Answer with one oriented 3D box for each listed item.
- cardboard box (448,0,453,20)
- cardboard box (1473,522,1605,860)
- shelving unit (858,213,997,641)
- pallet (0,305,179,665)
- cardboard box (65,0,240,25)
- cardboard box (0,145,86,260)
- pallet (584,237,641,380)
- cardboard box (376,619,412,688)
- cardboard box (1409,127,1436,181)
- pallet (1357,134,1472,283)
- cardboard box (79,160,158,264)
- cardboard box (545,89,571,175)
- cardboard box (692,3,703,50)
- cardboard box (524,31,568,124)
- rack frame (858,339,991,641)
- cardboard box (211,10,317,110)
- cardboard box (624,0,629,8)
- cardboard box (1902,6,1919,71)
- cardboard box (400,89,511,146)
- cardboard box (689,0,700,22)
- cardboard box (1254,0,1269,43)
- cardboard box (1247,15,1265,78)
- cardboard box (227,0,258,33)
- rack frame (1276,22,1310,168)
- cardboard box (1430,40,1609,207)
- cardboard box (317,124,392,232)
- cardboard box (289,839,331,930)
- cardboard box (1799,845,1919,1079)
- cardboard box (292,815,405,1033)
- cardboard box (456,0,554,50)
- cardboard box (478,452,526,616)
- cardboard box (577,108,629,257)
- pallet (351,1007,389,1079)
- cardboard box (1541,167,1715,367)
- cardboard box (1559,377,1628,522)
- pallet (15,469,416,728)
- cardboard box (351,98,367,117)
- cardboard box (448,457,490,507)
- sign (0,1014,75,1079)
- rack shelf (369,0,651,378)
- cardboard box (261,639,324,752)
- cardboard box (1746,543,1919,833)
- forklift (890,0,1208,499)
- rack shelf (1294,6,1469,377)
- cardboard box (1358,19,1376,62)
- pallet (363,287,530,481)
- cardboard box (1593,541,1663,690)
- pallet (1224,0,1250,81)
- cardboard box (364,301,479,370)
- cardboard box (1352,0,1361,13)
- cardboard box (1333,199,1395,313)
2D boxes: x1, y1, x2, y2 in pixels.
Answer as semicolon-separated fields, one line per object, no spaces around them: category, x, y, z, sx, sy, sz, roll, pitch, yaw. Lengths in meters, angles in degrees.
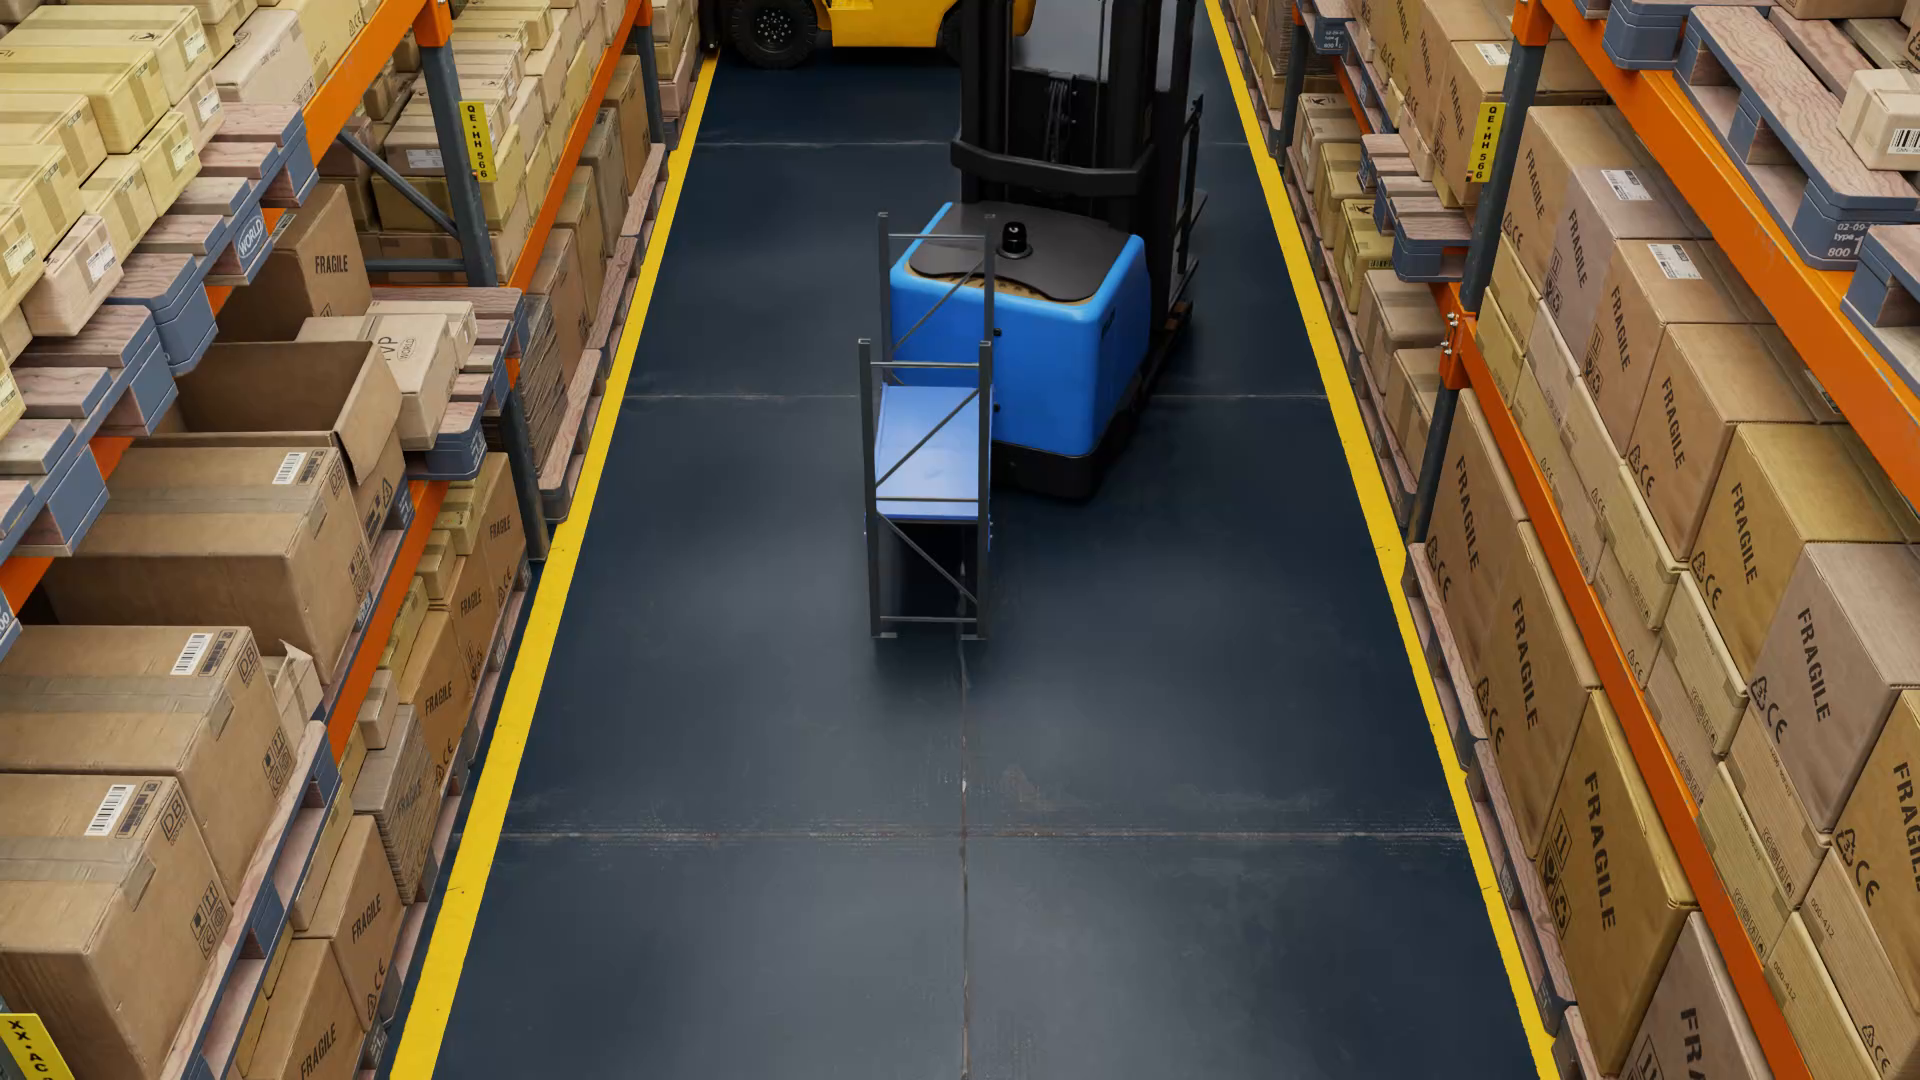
cardboard box;-2.623;-2.561;7.949;0.380;0.149;0.250;1;39;1
cardboard box;2.479;0.544;6.036;0.875;0.875;0.875;0;39;1
shelving unit;-0.117;-0.479;7.149;0.538;1.500;1.048;1;39;2
pallet;-2.325;-0.109;3.239;1.213;0.211;1.003;0;39;0
cardboard box;-2.101;-1.463;4.342;0.380;0.149;0.250;0;39;0
cardboard box;-2.012;-0.669;3.335;0.380;0.149;0.250;-1;39;-1
pallet;-2.359;-1.293;9.195;1.003;0.211;1.213;0;39;0
cardboard box;-2.202;0.418;5.974;0.380;0.149;0.250;-1;39;-1
cardboard box;2.211;-1.707;7.347;0.380;0.149;0.250;0;39;0
pallet;2.458;-1.482;7.354;1.213;0.211;1.003;0;39;0
cardboard box;-2.000;-0.705;3.618;0.380;0.149;0.250;0;39;-1
cardboard box;-2.158;-1.961;7.919;0.500;0.250;0.500;-1;39;-2
cardboard box;-2.105;-3.639;11.756;0.500;0.250;0.500;1;39;1
cardboard box;-2.137;-2.160;7.767;0.500;0.250;0.500;-1;39;-1
rack frame;-0.134;-0.161;6.752;0.500;1.500;0.032;1;39;2
cardboard box;-2.153;-1.270;4.657;0.500;0.250;0.500;0;39;0
cardboard box;-2.141;-3.233;9.506;0.500;0.250;0.500;1;39;1
cardboard box;2.857;-1.383;4.263;0.500;0.500;0.500;0;39;0
cardboard box;-2.106;-1.764;6.954;0.380;0.149;0.250;1;39;1
cardboard box;-2.087;-3.825;11.588;0.500;0.250;0.500;0;39;0
cardboard box;2.289;-3.684;11.212;0.500;0.500;0.500;1;39;1
cardboard box;2.280;-3.406;11.465;0.500;0.250;0.500;-1;39;-1
cardboard box;-2.208;-1.514;4.643;0.380;0.149;0.250;0;39;0
rack frame;2.560;-3.613;9.860;1.000;3.000;0.127;0;39;0
cardboard box;2.286;-1.715;6.837;0.500;0.500;0.500;-1;39;-1
cardboard box;-2.677;-1.523;6.972;0.500;0.250;0.500;1;39;1
cardboard box;-2.195;1.068;5.163;0.380;0.149;0.250;0;39;0
cardboard box;2.326;0.978;3.851;0.500;0.250;0.500;0;39;0
cardboard box;-2.176;1.260;5.443;0.500;0.500;0.500;-1;39;-1
cardboard box;-2.117;-2.404;7.753;0.380;0.149;0.250;1;39;1
cardboard box;-2.183;-0.030;7.052;0.500;0.500;0.500;1;39;1
cardboard box;-2.398;-2.033;9.451;0.875;0.625;0.625;0;39;0
pallet;-2.433;1.975;5.116;1.003;0.211;1.213;0;39;0
cardboard box;2.331;-0.922;5.622;0.500;0.500;0.500;0;39;0
cardboard box;2.306;-0.296;5.441;0.500;0.250;0.500;0;39;0
pallet;-2.392;0.185;5.273;1.003;0.211;1.213;0;39;0
cardboard box;-2.714;-1.765;6.955;0.380;0.149;0.250;1;39;1
cardboard box;-2.145;-0.238;6.793;0.380;0.149;0.250;-2;39;-2
sign;-1.852;1.053;3.345;0.100;0.325;0.005;0;39;0
rack shelf;-2.401;-2.076;8.517;1.077;0.370;4.000;0;39;0
cardboard box;-2.012;0.415;4.605;0.396;0.266;0.258;2;39;2
cardboard box;2.310;0.358;4.025;0.500;0.500;0.500;1;39;1
forklift;0.642;-2.266;8.234;1.130;2.935;3.031;13;41;16
rack shelf;2.563;-2.081;8.524;1.077;0.370;4.000;0;39;0
cardboard box;2.219;-2.518;8.358;0.380;0.149;0.250;1;39;2
pallet;-2.328;-0.607;6.262;1.213;0.211;1.003;0;39;0
cardboard box;2.331;0.211;5.208;0.500;0.250;0.500;0;39;0
pallet;2.520;-3.710;12.210;1.003;0.211;1.213;0;39;0
cardboard box;-2.014;-0.761;6.166;0.380;0.149;0.250;1;39;1
cardboard box;2.262;-3.016;8.461;0.500;0.500;0.500;0;39;0
cardboard box;2.570;-1.539;9.037;0.950;0.372;0.625;1;39;1
